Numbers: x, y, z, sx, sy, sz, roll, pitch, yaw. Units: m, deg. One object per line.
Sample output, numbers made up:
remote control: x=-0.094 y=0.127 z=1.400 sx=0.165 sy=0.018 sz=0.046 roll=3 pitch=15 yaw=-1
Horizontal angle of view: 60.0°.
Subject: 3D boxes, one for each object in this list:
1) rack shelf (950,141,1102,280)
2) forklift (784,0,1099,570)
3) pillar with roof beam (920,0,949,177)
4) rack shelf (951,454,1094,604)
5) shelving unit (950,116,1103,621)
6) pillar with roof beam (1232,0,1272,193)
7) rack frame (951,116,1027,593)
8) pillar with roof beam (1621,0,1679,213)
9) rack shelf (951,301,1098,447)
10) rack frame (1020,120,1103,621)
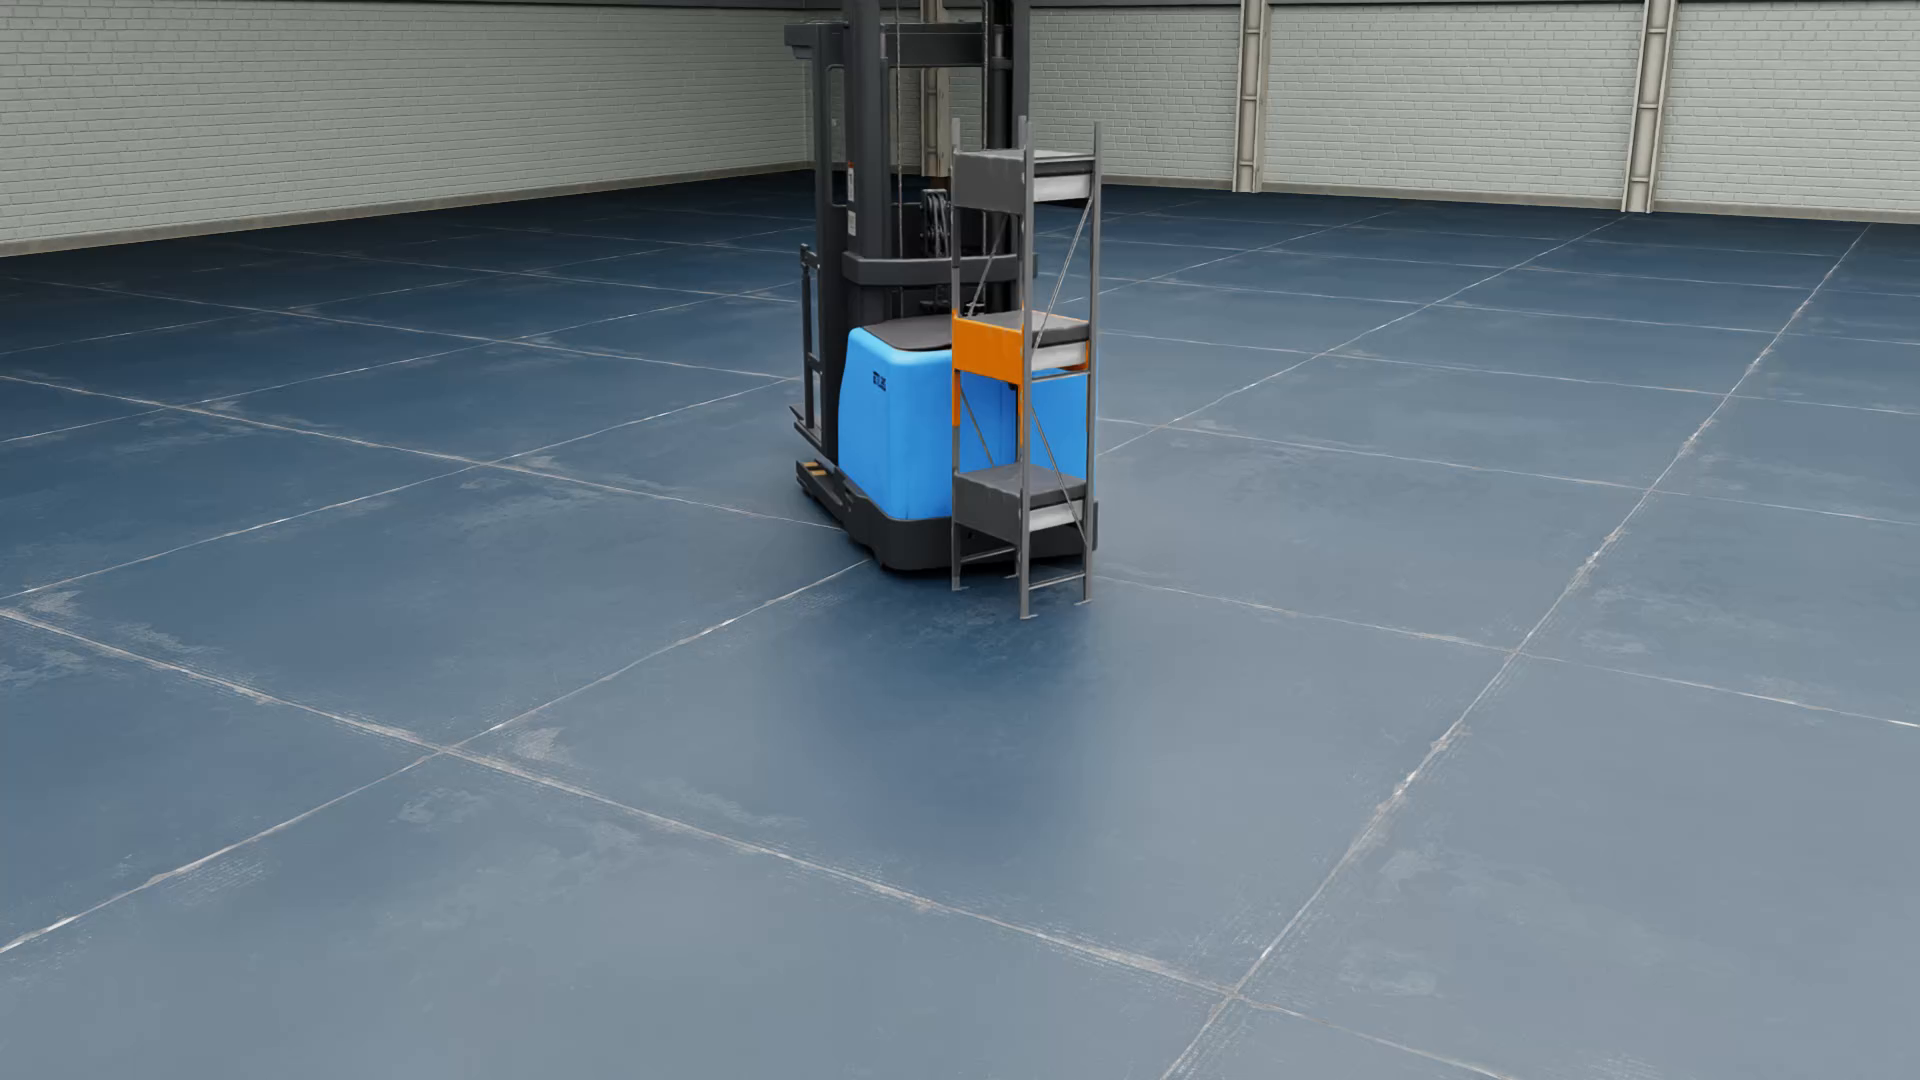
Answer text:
rack shelf: x=0.275 y=-1.401 z=7.020 sx=0.431 sy=0.518 sz=0.480 roll=-13 pitch=21 yaw=-36
forklift: x=-0.276 y=-1.651 z=8.772 sx=1.130 sy=2.935 sz=3.031 roll=-5 pitch=18 yaw=-17
pillar with roof beam: x=-2.703 y=-9.809 z=25.192 sx=0.400 sy=9.000 sz=9.100 roll=10 pitch=20 yaw=30
rack shelf: x=0.275 y=-0.062 z=7.427 sx=0.431 sy=0.518 sz=0.480 roll=-13 pitch=21 yaw=-36
shelving unit: x=0.275 y=-0.744 z=7.219 sx=0.431 sy=2.100 sz=0.503 roll=-13 pitch=21 yaw=-36
pillar with roof beam: x=2.410 y=-8.897 z=22.187 sx=0.400 sy=9.000 sz=9.100 roll=10 pitch=20 yaw=30
rack frame: x=0.126 y=-0.801 z=7.404 sx=0.400 sy=2.100 sz=0.015 roll=-13 pitch=21 yaw=-36
pillar with roof beam: x=7.522 y=-7.984 z=19.183 sx=0.400 sy=9.000 sz=9.100 roll=10 pitch=20 yaw=30
rack shelf: x=0.275 y=-0.731 z=7.223 sx=0.431 sy=0.518 sz=0.480 roll=-13 pitch=21 yaw=-36
rack frame: x=0.424 y=-0.688 z=7.034 sx=0.400 sy=2.100 sz=0.015 roll=-13 pitch=21 yaw=-36
